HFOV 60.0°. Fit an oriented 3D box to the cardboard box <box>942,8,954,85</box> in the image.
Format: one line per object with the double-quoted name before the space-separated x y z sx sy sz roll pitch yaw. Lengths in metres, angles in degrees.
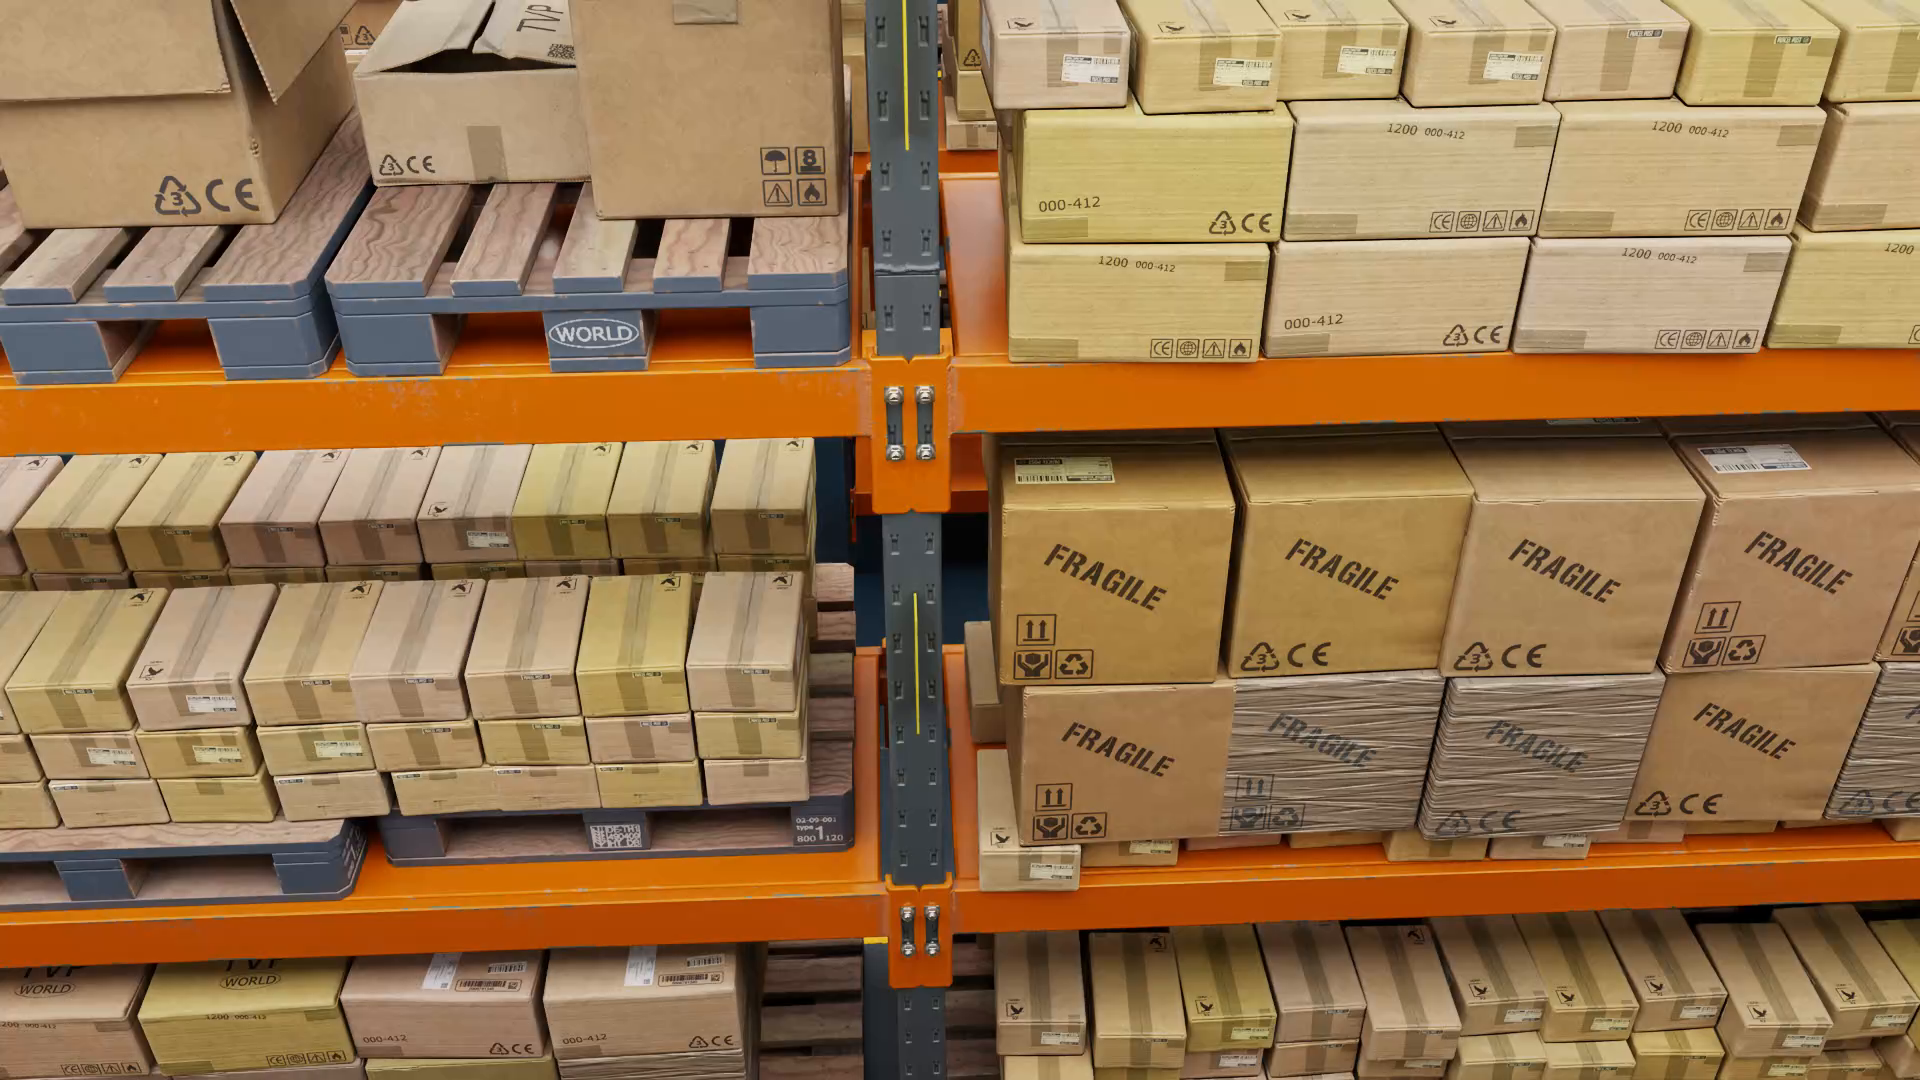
"cardboard box" 0.168 -2.606 8.751 0.500 0.250 0.500 -2 35 -3

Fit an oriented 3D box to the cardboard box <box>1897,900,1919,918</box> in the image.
"cardboard box" 3.058 1.050 5.471 0.250 0.149 0.380 -2 35 -2

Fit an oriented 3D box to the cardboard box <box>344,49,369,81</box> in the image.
"cardboard box" -2.731 -2.207 8.216 0.500 0.500 0.500 -2 35 -3

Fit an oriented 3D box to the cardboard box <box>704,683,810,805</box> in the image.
"cardboard box" -0.514 0.491 4.256 0.250 0.149 0.380 -2 35 -3

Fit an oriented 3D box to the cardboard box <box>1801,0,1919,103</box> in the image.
"cardboard box" 1.752 -0.997 3.260 0.250 0.149 0.380 -3 35 -4

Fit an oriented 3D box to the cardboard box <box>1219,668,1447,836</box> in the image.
"cardboard box" 0.874 0.387 4.206 0.500 0.500 0.500 -2 35 -2

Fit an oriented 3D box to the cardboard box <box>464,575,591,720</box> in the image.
"cardboard box" -1.045 0.259 4.069 0.250 0.149 0.380 -3 35 -4

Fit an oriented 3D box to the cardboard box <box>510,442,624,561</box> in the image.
"cardboard box" -1.076 -0.111 4.604 0.250 0.149 0.380 -1 35 -2

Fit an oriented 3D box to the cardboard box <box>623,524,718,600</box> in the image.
"cardboard box" -0.800 0.003 4.700 0.250 0.149 0.380 -2 35 -3

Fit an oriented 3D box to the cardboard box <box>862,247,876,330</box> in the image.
"cardboard box" -0.898 -1.655 9.004 0.875 0.875 1.225 -1 35 -2

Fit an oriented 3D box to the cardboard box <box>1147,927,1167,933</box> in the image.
"cardboard box" 0.710 1.094 5.408 0.250 0.149 0.380 -3 35 -4

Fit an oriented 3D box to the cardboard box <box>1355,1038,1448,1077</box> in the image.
"cardboard box" 1.287 1.402 4.963 0.250 0.149 0.380 0 35 0

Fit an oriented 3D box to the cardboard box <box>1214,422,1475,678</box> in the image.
"cardboard box" 0.853 -0.033 3.935 0.500 0.500 0.500 -3 35 -4

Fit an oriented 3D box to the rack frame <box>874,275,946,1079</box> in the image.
"rack frame" -0.126 0.437 4.482 0.127 3.000 1.000 -2 35 -2

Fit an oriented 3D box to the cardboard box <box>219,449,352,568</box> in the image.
"cardboard box" -1.833 -0.092 4.576 0.250 0.149 0.380 0 35 0

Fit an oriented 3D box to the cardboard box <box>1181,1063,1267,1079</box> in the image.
"cardboard box" 0.764 1.566 4.987 0.250 0.149 0.380 -2 35 -2

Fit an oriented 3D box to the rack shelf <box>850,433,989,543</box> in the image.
"rack shelf" 0.007 -0.262 7.569 1.000 0.278 0.538 -2 35 -2

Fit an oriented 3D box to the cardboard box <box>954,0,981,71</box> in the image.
"cardboard box" 0.230 -2.621 8.113 0.500 0.500 0.500 -2 35 -2

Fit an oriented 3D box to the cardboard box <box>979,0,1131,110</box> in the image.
"cardboard box" 0.176 -0.974 3.228 0.250 0.149 0.380 -2 35 -3

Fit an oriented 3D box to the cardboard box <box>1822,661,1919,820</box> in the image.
"cardboard box" 2.412 0.355 4.252 0.500 0.500 0.500 -1 35 -2

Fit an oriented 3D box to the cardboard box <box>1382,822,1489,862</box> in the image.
"cardboard box" 1.217 0.659 4.382 0.250 0.149 0.380 -1 35 -1

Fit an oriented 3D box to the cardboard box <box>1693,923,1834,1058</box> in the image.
"cardboard box" 2.319 1.306 4.840 0.250 0.149 0.380 0 35 0

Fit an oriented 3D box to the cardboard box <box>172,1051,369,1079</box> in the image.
"cardboard box" -1.879 1.481 4.802 0.500 0.500 0.500 -2 35 -3

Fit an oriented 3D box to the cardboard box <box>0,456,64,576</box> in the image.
"cardboard box" -2.634 -0.068 4.541 0.250 0.149 0.380 -2 35 -2

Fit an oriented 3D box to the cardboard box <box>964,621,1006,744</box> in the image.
"cardboard box" 0.148 0.400 4.757 0.250 0.149 0.380 -2 35 -3

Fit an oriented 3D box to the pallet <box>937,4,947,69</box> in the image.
"pallet" 0.238 -4.095 13.482 1.213 0.211 1.003 -2 35 -2

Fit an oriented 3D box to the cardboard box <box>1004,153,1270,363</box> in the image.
"cardboard box" 0.349 -0.597 3.472 0.500 0.250 0.500 0 35 0

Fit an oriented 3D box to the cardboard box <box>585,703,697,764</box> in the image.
"cardboard box" -0.777 0.376 4.160 0.250 0.149 0.380 -1 35 -2

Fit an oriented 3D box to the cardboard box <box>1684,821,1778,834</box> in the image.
"cardboard box" 2.002 0.604 4.463 0.250 0.149 0.380 -1 35 -1

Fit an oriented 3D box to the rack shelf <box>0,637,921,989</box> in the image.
"rack shelf" -2.124 0.787 4.609 4.000 0.370 1.077 -2 35 -2

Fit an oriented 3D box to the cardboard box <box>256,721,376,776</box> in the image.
"cardboard box" -1.558 0.398 4.130 0.250 0.149 0.380 -3 35 -5

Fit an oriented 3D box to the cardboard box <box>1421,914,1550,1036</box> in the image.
"cardboard box" 1.542 1.258 4.910 0.250 0.149 0.380 -3 35 -4

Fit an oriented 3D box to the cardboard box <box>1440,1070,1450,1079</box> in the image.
"cardboard box" 1.547 1.552 5.008 0.250 0.149 0.380 -2 35 -4

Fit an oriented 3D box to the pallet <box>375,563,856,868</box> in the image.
"pallet" -0.897 0.454 4.626 1.213 0.211 1.003 -2 35 -2

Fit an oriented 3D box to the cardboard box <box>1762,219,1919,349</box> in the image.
"cardboard box" 1.892 -0.630 3.521 0.500 0.250 0.500 0 35 0

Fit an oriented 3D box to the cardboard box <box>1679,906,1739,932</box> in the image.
"cardboard box" 2.295 1.114 5.380 0.250 0.149 0.380 -3 35 -5

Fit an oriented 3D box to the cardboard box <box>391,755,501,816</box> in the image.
"cardboard box" -1.272 0.511 4.228 0.250 0.149 0.380 -3 35 -5

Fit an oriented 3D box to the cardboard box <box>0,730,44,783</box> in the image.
"cardboard box" -2.343 0.419 4.099 0.250 0.149 0.380 -2 35 -3

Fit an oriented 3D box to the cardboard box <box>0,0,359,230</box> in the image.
"cardboard box" -1.675 -1.044 3.527 0.637 0.503 0.797 -2 35 -3

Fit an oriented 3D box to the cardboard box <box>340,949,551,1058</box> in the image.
"cardboard box" -1.372 1.154 4.615 0.500 0.250 0.500 0 35 0

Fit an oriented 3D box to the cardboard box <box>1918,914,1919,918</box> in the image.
"cardboard box" 3.099 1.217 4.969 0.250 0.149 0.380 -1 35 -1

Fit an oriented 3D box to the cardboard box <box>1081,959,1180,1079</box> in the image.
"cardboard box" 0.499 1.429 4.924 0.250 0.149 0.380 -1 35 -2

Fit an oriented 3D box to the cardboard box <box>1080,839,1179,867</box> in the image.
"cardboard box" 0.427 0.670 4.367 0.250 0.149 0.380 -1 35 -1

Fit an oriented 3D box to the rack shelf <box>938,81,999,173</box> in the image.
"rack shelf" 1.738 -2.143 8.842 4.000 0.370 1.077 -2 35 -2

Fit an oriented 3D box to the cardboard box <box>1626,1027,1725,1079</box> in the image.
"cardboard box" 2.063 1.416 4.943 0.250 0.149 0.380 0 35 0

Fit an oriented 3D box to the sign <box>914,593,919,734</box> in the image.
"sign" -0.096 0.277 3.697 0.005 0.325 0.100 -2 35 -2

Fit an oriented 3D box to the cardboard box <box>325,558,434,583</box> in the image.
"cardboard box" -1.587 0.026 4.667 0.250 0.149 0.380 0 35 0

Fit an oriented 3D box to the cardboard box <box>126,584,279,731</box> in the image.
"cardboard box" -1.820 0.280 4.039 0.250 0.149 0.380 -3 35 -4

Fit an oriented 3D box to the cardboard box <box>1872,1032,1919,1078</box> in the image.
"cardboard box" 2.837 1.398 4.968 0.250 0.149 0.380 -3 35 -4

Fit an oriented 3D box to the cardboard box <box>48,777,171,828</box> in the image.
"cardboard box" -2.081 0.535 4.192 0.250 0.149 0.380 -3 35 -4

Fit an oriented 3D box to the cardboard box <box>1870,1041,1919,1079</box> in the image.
"cardboard box" 2.833 1.485 5.105 0.250 0.149 0.380 -2 35 -2

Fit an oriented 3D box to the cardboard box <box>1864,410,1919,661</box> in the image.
"cardboard box" 2.399 -0.058 3.971 0.500 0.500 0.500 0 35 0

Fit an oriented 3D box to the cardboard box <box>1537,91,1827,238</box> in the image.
"cardboard box" 1.367 -0.833 3.374 0.500 0.250 0.500 -1 35 -1

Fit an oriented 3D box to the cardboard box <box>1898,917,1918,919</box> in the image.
"cardboard box" 3.073 1.215 5.495 0.250 0.149 0.380 -2 35 -2

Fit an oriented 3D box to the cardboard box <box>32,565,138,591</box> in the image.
"cardboard box" -2.361 0.045 4.639 0.250 0.149 0.380 -1 35 -1

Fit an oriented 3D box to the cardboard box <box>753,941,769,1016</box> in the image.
"cardboard box" -0.877 1.162 5.263 0.500 0.500 0.500 0 35 0

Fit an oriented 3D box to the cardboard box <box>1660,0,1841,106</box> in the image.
"cardboard box" 1.491 -0.982 3.239 0.250 0.149 0.380 0 35 0

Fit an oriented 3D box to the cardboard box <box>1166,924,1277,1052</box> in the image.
"cardboard box" 0.756 1.292 4.860 0.250 0.149 0.380 -2 35 -3

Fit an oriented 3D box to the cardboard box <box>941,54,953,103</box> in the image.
"cardboard box" 0.029 -2.476 8.912 0.250 0.149 0.380 -1 35 -2

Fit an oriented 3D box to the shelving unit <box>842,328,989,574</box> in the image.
"shelving unit" 0.007 -0.463 7.430 1.048 1.125 0.538 -2 35 -2
